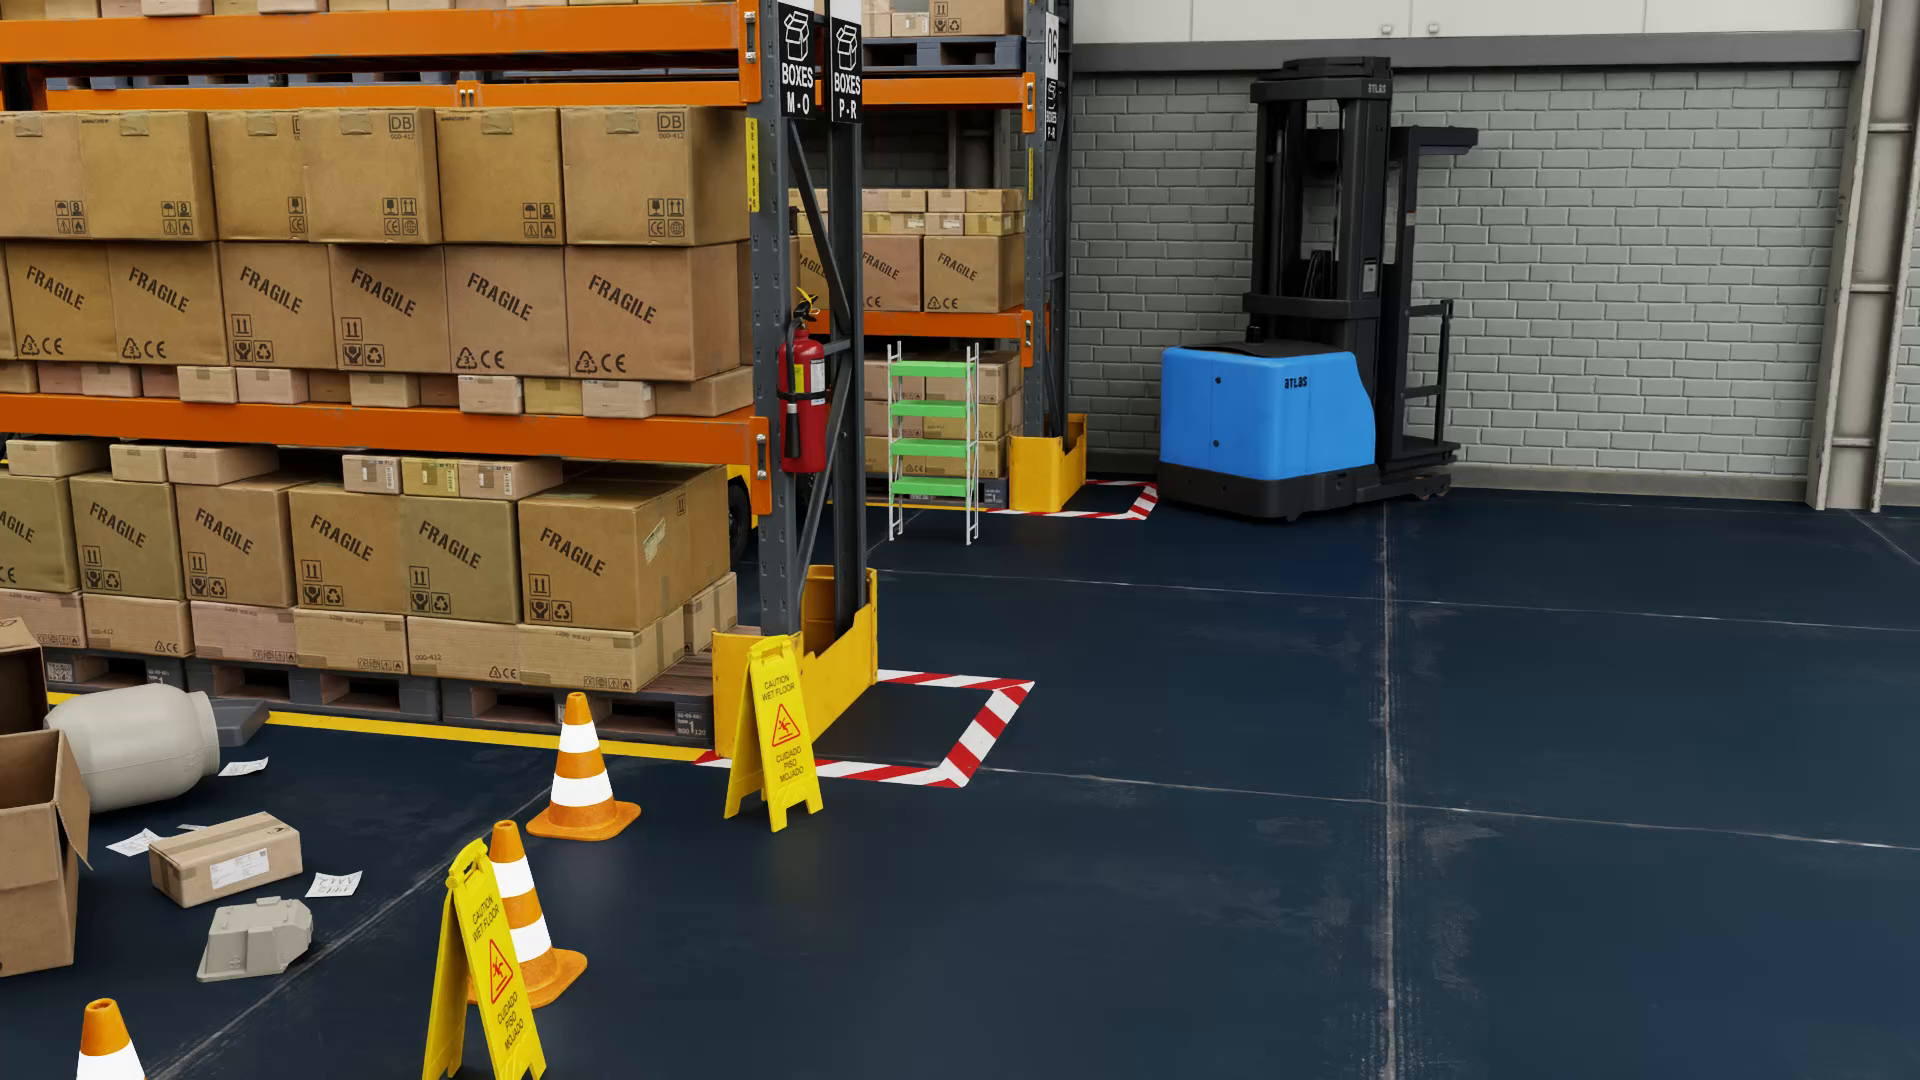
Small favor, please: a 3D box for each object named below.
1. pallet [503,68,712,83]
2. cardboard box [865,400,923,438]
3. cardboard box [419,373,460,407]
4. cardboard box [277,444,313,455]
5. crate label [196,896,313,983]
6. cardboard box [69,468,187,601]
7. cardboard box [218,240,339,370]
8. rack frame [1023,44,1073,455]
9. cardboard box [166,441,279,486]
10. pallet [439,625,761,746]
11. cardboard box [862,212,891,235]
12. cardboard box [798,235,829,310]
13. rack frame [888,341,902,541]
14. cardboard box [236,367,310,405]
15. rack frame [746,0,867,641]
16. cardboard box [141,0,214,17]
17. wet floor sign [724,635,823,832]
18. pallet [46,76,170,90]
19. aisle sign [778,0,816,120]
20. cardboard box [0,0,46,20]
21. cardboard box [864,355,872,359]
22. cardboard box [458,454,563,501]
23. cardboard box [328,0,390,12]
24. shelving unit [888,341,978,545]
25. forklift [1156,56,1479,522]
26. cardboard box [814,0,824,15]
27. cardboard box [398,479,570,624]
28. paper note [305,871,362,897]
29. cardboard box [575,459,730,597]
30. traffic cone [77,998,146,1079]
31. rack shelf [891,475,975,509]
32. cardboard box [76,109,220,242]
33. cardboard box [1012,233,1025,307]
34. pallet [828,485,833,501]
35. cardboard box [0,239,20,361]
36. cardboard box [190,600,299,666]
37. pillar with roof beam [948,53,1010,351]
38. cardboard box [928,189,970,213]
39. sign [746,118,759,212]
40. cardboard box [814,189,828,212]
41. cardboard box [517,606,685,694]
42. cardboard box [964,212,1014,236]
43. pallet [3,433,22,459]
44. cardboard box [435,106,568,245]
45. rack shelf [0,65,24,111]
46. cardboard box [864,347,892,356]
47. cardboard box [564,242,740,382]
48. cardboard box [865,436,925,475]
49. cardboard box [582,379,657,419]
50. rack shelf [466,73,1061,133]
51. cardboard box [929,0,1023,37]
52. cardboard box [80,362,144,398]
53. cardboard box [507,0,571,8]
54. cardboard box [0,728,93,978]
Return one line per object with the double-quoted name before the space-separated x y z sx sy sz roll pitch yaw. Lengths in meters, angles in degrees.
"pallet" -2.450 -3.366 11.759 1.213 0.211 1.003 3 13 14
"cardboard box" -0.433 -0.871 11.457 0.500 0.250 0.500 3 13 13
"cardboard box" -1.989 -0.641 6.779 0.250 0.149 0.380 3 13 14
"cardboard box" -3.337 -0.168 7.713 0.500 0.500 0.500 3 13 15
"crate label" -2.027 1.138 4.789 0.298 0.136 0.250 -4 13 -16
"cardboard box" -3.439 -0.056 7.207 0.500 0.500 0.500 4 13 16
"cardboard box" -2.637 -0.980 6.809 0.500 0.500 0.500 3 13 14
"rack frame" 0.599 -1.776 11.313 0.127 3.000 1.000 3 13 14
"cardboard box" -3.093 -0.339 6.986 0.250 0.149 0.380 4 13 17
"pallet" -1.440 0.576 7.151 1.213 0.211 1.003 3 13 14
"cardboard box" -0.535 -2.149 11.267 0.250 0.149 0.380 3 13 13
"cardboard box" -0.941 -1.851 11.419 0.500 0.500 0.500 3 13 12
"rack frame" -0.398 -0.607 10.200 0.015 1.200 0.240 3 13 14
"cardboard box" -2.750 -0.658 6.852 0.250 0.149 0.380 3 13 13
"rack frame" -0.586 -0.732 6.608 0.127 3.000 1.000 3 13 14
"cardboard box" -2.995 -2.128 6.556 0.250 0.149 0.380 3 13 12
"wet floor sign" -0.658 0.652 5.804 0.232 0.644 0.267 8 15 33
"pallet" -6.487 -3.547 12.806 1.003 0.211 1.213 4 13 16
"aisle sign" -0.596 -1.937 6.037 0.004 0.787 0.394 3 13 14
"cardboard box" -3.718 -2.199 6.873 0.250 0.149 0.380 3 13 14
"cardboard box" -0.912 -1.134 11.492 0.500 0.250 0.500 3 13 14
"cardboard box" -1.799 -0.269 6.671 0.250 0.149 0.380 3 13 15
"cardboard box" -2.236 -2.106 6.455 0.250 0.149 0.380 3 13 12
"shelving unit" -0.161 -0.594 10.142 0.503 1.200 0.258 3 13 14
"forklift" 2.799 -1.783 11.502 3.031 2.935 1.130 -10 16 -37
"cardboard box" -0.859 -3.589 11.128 0.500 0.500 0.700 3 13 14
"cardboard box" -1.934 0.026 6.838 0.500 0.500 0.500 4 13 16
"paper note" -1.981 1.087 5.264 0.142 0.019 0.148 -1 13 -6
"cardboard box" -1.327 -0.062 7.235 0.500 0.500 0.500 3 13 12
"traffic cone" -1.850 1.226 3.637 0.334 0.463 0.336 3 13 14
"rack shelf" -0.161 -0.298 10.208 0.480 0.148 0.258 3 13 14
"cardboard box" -3.123 -1.490 6.800 0.500 0.500 0.700 3 13 12
"cardboard box" 0.185 -1.909 11.682 0.500 0.500 0.500 3 13 15
"pallet" -1.334 -0.509 12.042 1.213 0.211 1.003 3 13 14
"cardboard box" -4.110 -1.052 7.133 0.500 0.500 0.500 3 13 13
"cardboard box" -2.925 0.337 7.166 0.500 0.250 0.500 3 13 13
"pillar with roof beam" -0.892 -4.025 7.600 0.400 9.000 9.100 3 13 14
"cardboard box" -0.046 -2.267 11.112 0.250 0.149 0.380 3 13 14
"sign" -0.739 -1.336 5.927 0.005 0.325 0.100 3 13 14
"cardboard box" -0.810 -2.294 11.232 0.250 0.149 0.380 3 13 15
"cardboard box" -1.459 0.419 6.800 0.500 0.250 0.500 3 13 13
"cardboard box" 0.196 -2.101 11.048 0.250 0.149 0.380 3 13 14
"pallet" -7.884 -0.877 13.697 1.213 0.211 1.003 3 13 14
"cardboard box" -1.624 -1.423 6.495 0.500 0.500 0.700 3 13 14
"rack shelf" -6.412 -2.157 7.764 4.000 0.370 1.077 3 13 14
"cardboard box" -0.791 -1.245 11.990 0.500 0.250 0.500 3 13 13
"cardboard box" -1.179 -0.896 6.431 0.500 0.500 0.500 3 13 13
"cardboard box" -0.413 -0.624 11.502 0.500 0.250 0.500 3 13 14
"cardboard box" -1.273 -0.574 6.474 0.250 0.149 0.380 3 13 13
"rack shelf" -1.342 -2.993 11.534 4.000 0.370 1.077 3 13 14
"cardboard box" 0.111 -3.515 10.794 0.500 0.500 0.500 3 13 15
"cardboard box" -3.486 -0.703 7.059 0.250 0.149 0.380 3 13 15
"cardboard box" -1.499 -2.060 6.250 0.250 0.149 0.380 3 13 15
"cardboard box" -2.898 0.928 4.890 0.637 0.503 0.797 -6 14 -25
